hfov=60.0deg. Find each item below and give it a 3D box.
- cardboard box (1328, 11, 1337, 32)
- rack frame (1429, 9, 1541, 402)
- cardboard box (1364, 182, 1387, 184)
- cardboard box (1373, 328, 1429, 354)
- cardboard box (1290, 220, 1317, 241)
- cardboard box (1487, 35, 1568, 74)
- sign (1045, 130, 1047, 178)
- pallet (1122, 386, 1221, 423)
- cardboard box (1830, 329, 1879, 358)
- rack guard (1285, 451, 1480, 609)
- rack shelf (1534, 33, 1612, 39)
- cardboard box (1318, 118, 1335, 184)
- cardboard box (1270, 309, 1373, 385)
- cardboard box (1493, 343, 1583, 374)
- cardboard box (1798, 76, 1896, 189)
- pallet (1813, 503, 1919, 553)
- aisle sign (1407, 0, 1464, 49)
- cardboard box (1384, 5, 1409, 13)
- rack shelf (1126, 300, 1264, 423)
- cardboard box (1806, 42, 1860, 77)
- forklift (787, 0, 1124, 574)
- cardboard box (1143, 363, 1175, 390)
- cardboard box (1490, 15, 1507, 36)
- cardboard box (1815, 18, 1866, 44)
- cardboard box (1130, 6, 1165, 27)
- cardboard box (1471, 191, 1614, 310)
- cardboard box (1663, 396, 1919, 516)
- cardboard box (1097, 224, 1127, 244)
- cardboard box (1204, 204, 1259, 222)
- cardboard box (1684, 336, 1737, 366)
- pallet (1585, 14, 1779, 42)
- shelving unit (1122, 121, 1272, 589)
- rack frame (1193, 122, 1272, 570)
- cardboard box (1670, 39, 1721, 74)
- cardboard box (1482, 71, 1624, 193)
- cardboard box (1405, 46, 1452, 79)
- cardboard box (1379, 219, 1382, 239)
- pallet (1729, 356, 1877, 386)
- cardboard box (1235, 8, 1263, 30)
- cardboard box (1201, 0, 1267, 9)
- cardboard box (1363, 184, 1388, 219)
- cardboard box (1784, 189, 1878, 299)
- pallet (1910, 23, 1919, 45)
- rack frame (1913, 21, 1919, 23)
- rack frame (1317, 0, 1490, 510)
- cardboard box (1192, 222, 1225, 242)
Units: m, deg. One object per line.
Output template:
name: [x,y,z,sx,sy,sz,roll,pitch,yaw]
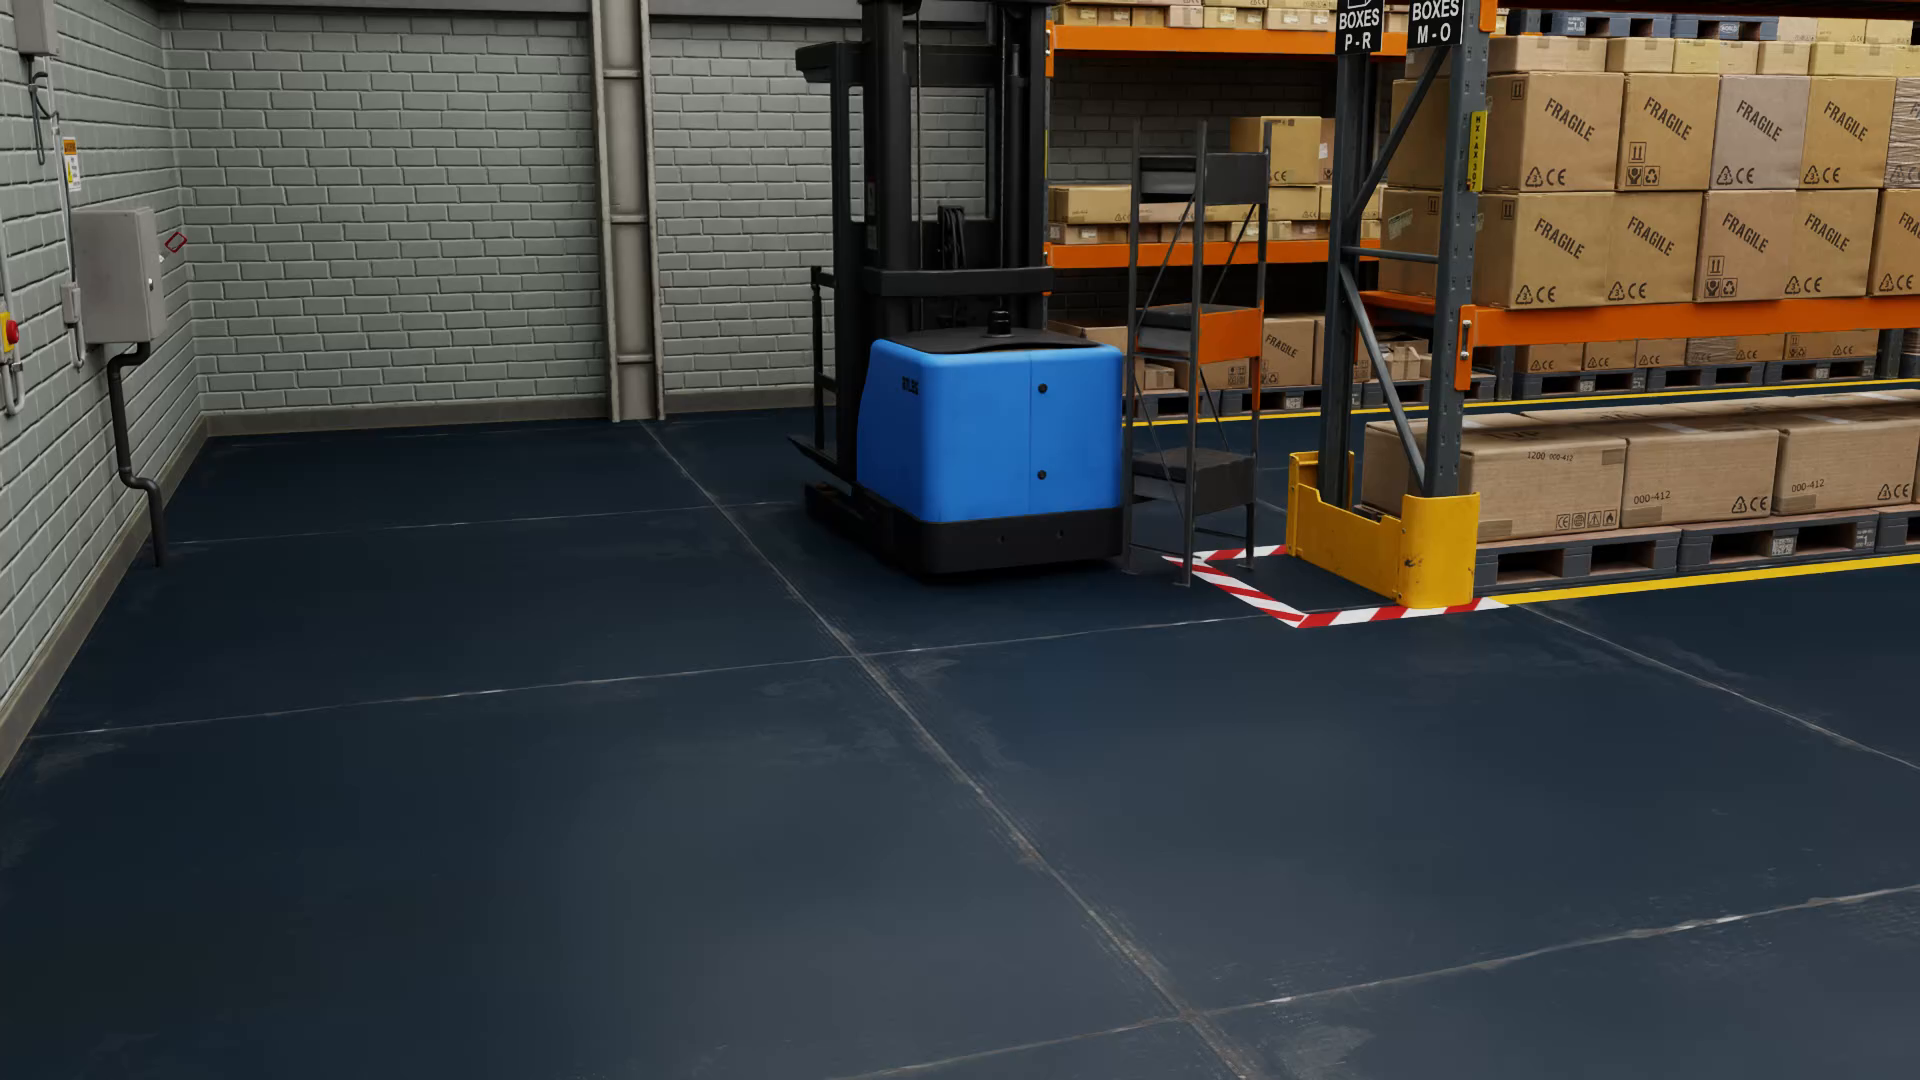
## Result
cardboard box: [2.728,-3.835,12.344,0.250,0.149,0.380,-4,14,-17]
rack frame: [4.198,-2.675,13.406,0.127,3.000,1.000,-4,14,-18]
cardboard box: [3.170,-2.731,13.322,0.500,0.250,0.500,-5,14,-19]
cardboard box: [3.497,-1.574,13.682,0.500,0.311,0.500,-4,14,-16]
cardboard box: [2.508,-2.364,12.641,0.250,0.149,0.380,-4,14,-18]
cardboard box: [2.419,-2.107,7.242,0.250,0.149,0.380,-4,14,-17]
sign: [0.580,-2.682,11.565,0.005,0.325,0.100,-4,14,-18]
pallet: [1.235,-1.088,12.760,1.213,0.211,1.003,-4,14,-18]
cardboard box: [7.657,-1.880,14.559,0.500,0.500,0.500,-4,14,-16]
rack guard: [1.971,-0.073,7.871,0.348,0.500,1.175,-4,14,-18]
rack shelf: [6.094,-3.932,13.763,4.000,0.370,1.077,-4,14,-18]
cardboard box: [2.702,-3.060,13.086,0.500,0.500,0.500,-5,14,-20]
cardboard box: [2.824,-1.523,13.060,0.500,0.500,0.700,-5,14,-20]
cardboard box: [4.729,-1.649,13.589,0.500,0.500,0.500,-4,14,-16]
cardboard box: [3.985,-1.916,7.838,0.500,0.500,0.500,-4,14,-18]
pallet: [5.039,-0.191,8.989,1.213,0.211,1.003,-4,14,-18]
aisle sign: [2.018,-2.487,6.999,0.004,0.787,0.394,-4,14,-18]
cardboard box: [3.332,-4.075,12.490,0.500,0.250,0.500,-5,14,-20]
rack shelf: [1.096,-0.856,7.762,0.480,0.518,0.431,-13,18,-43]
cardboard box: [3.902,-2.213,7.684,0.250,0.149,0.380,-5,14,-19]
forklift: [-0.218,-1.564,8.884,1.130,2.935,3.031,-5,14,-21]
cardboard box: [1.432,-1.244,12.645,0.250,0.149,0.380,-5,14,-20]
cardboard box: [3.952,-3.921,12.704,0.250,0.149,0.380,-5,14,-18]
cardboard box: [7.104,-4.228,13.778,0.500,0.250,0.500,-4,14,-18]
cardboard box: [1.272,-3.730,11.901,0.250,0.149,0.380,-4,14,-18]
cardboard box: [2.540,-1.312,7.462,0.500,0.500,0.500,-5,14,-19]
cardboard box: [4.307,-0.455,8.704,0.875,0.438,0.875,-5,14,-20]
cardboard box: [1.033,-2.250,12.165,0.250,0.149,0.380,-4,14,-17]
cardboard box: [1.880,-2.501,12.357,0.500,0.250,0.500,-5,14,-19]
cardboard box: [6.198,-1.764,14.070,0.500,0.500,0.500,-5,14,-20]
pallet: [5.821,-4.153,13.543,1.003,0.211,1.213,-4,14,-18]
shelving unit: [1.096,-0.869,7.758,0.503,2.100,0.431,-13,18,-43]
rack frame: [1.271,-0.909,7.924,0.015,2.100,0.400,-13,18,-43]
cardboard box: [3.171,-2.160,7.462,0.250,0.149,0.380,-5,14,-20]
cardboard box: [2.540,-1.799,7.348,0.500,0.500,0.500,-5,14,-19]
cardboard box: [2.270,-2.212,7.683,0.250,0.149,0.380,-4,14,-17]
cardboard box: [3.241,-2.412,12.843,0.250,0.149,0.380,-4,14,-17]
pallet: [7.270,-1.567,14.773,1.213,0.211,1.003,-4,14,-18]
cardboard box: [2.002,-3.778,12.105,0.250,0.149,0.380,-5,14,-19]
cardboard box: [1.879,-3.961,12.010,0.500,0.250,0.500,-5,14,-20]
cardboard box: [3.323,-2.615,12.837,0.500,0.250,0.500,-4,14,-18]
cardboard box: [3.968,-1.430,7.957,0.500,0.500,0.500,-4,14,-16]
pallet: [8.604,-4.407,14.615,1.003,0.211,1.213,-4,14,-15]
rack frame: [7.989,-5.889,13.953,0.127,3.000,1.000,-4,14,-18]
rack frame: [1.994,-1.291,7.589,0.127,3.000,1.000,-4,14,-18]
cardboard box: [1.780,-2.304,12.388,0.250,0.149,0.380,-4,14,-17]
